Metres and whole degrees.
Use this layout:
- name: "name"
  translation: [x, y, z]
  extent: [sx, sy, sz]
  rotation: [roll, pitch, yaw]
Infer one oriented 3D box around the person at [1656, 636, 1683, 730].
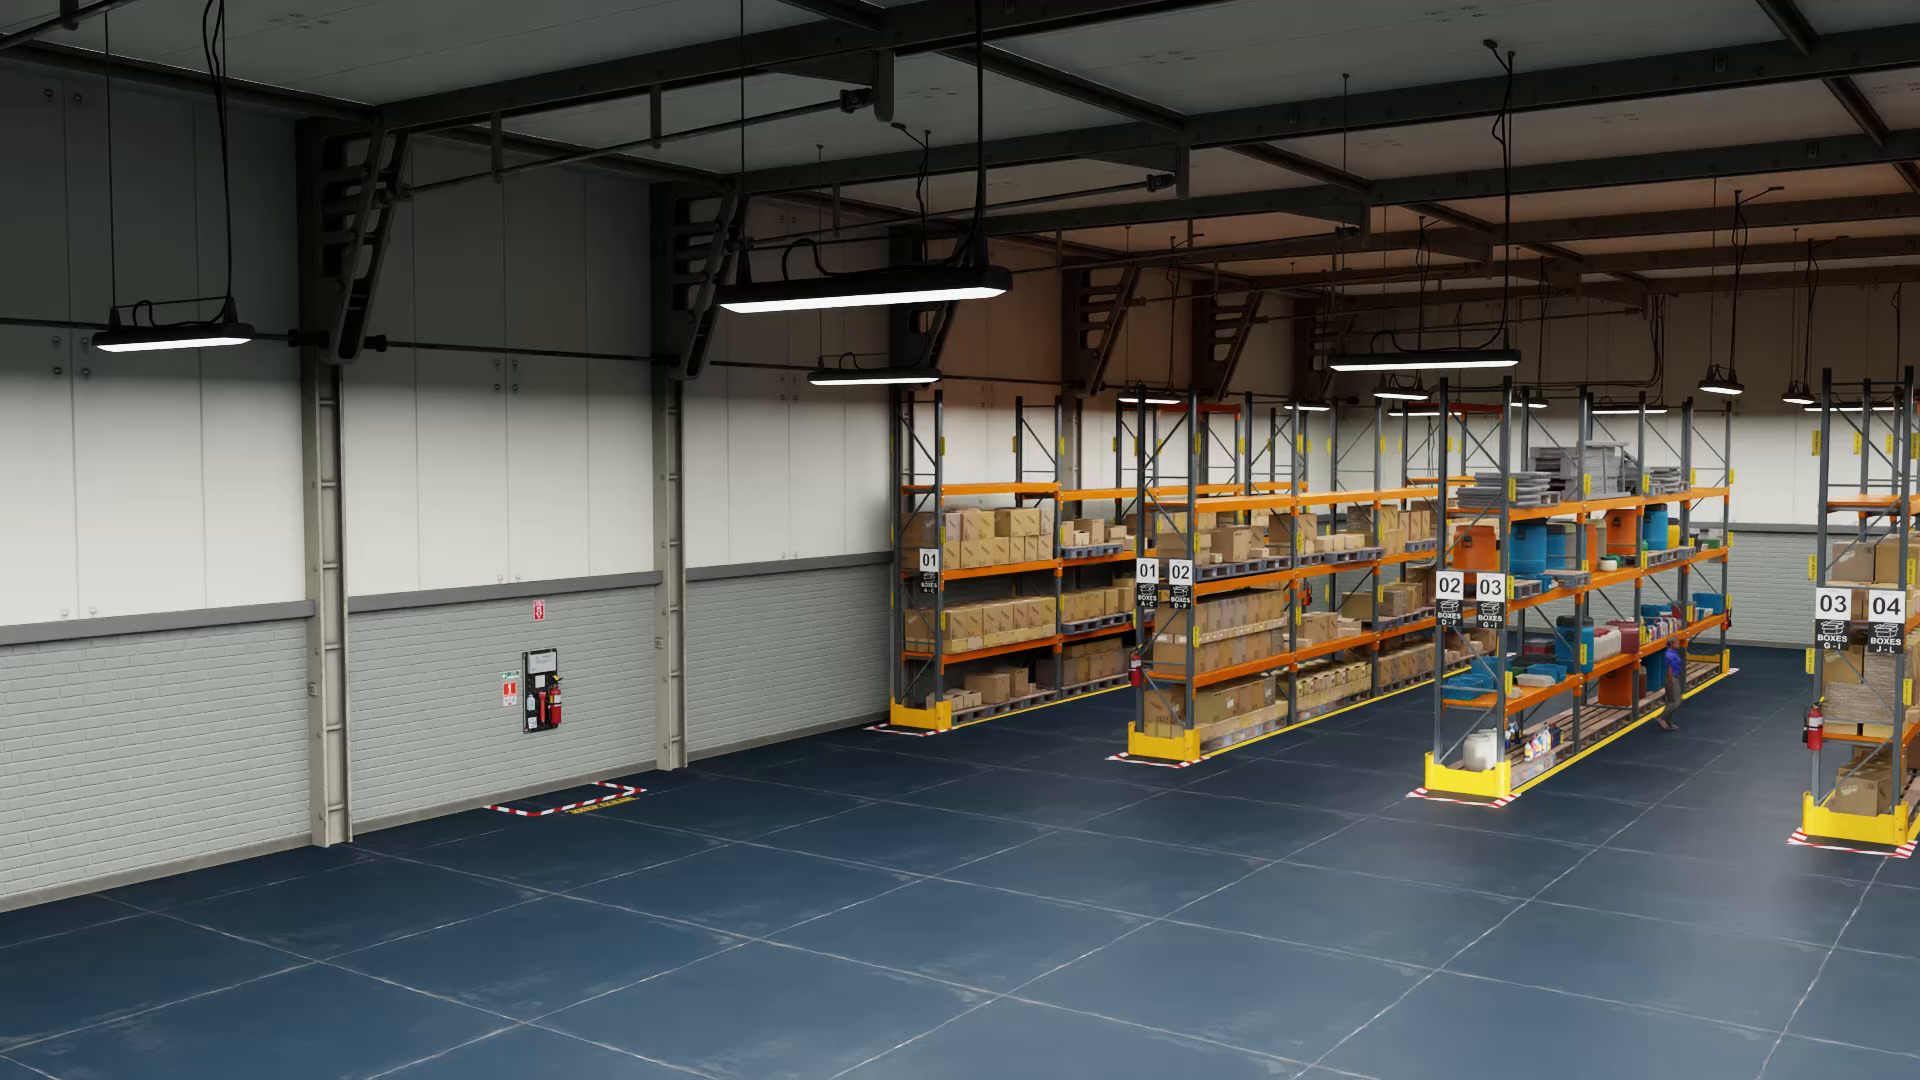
- name: "person"
  translation: [12.523, 2.519, 29.279]
  extent: [0.439, 1.662, 0.541]
  rotation: [2, 4, 30]
